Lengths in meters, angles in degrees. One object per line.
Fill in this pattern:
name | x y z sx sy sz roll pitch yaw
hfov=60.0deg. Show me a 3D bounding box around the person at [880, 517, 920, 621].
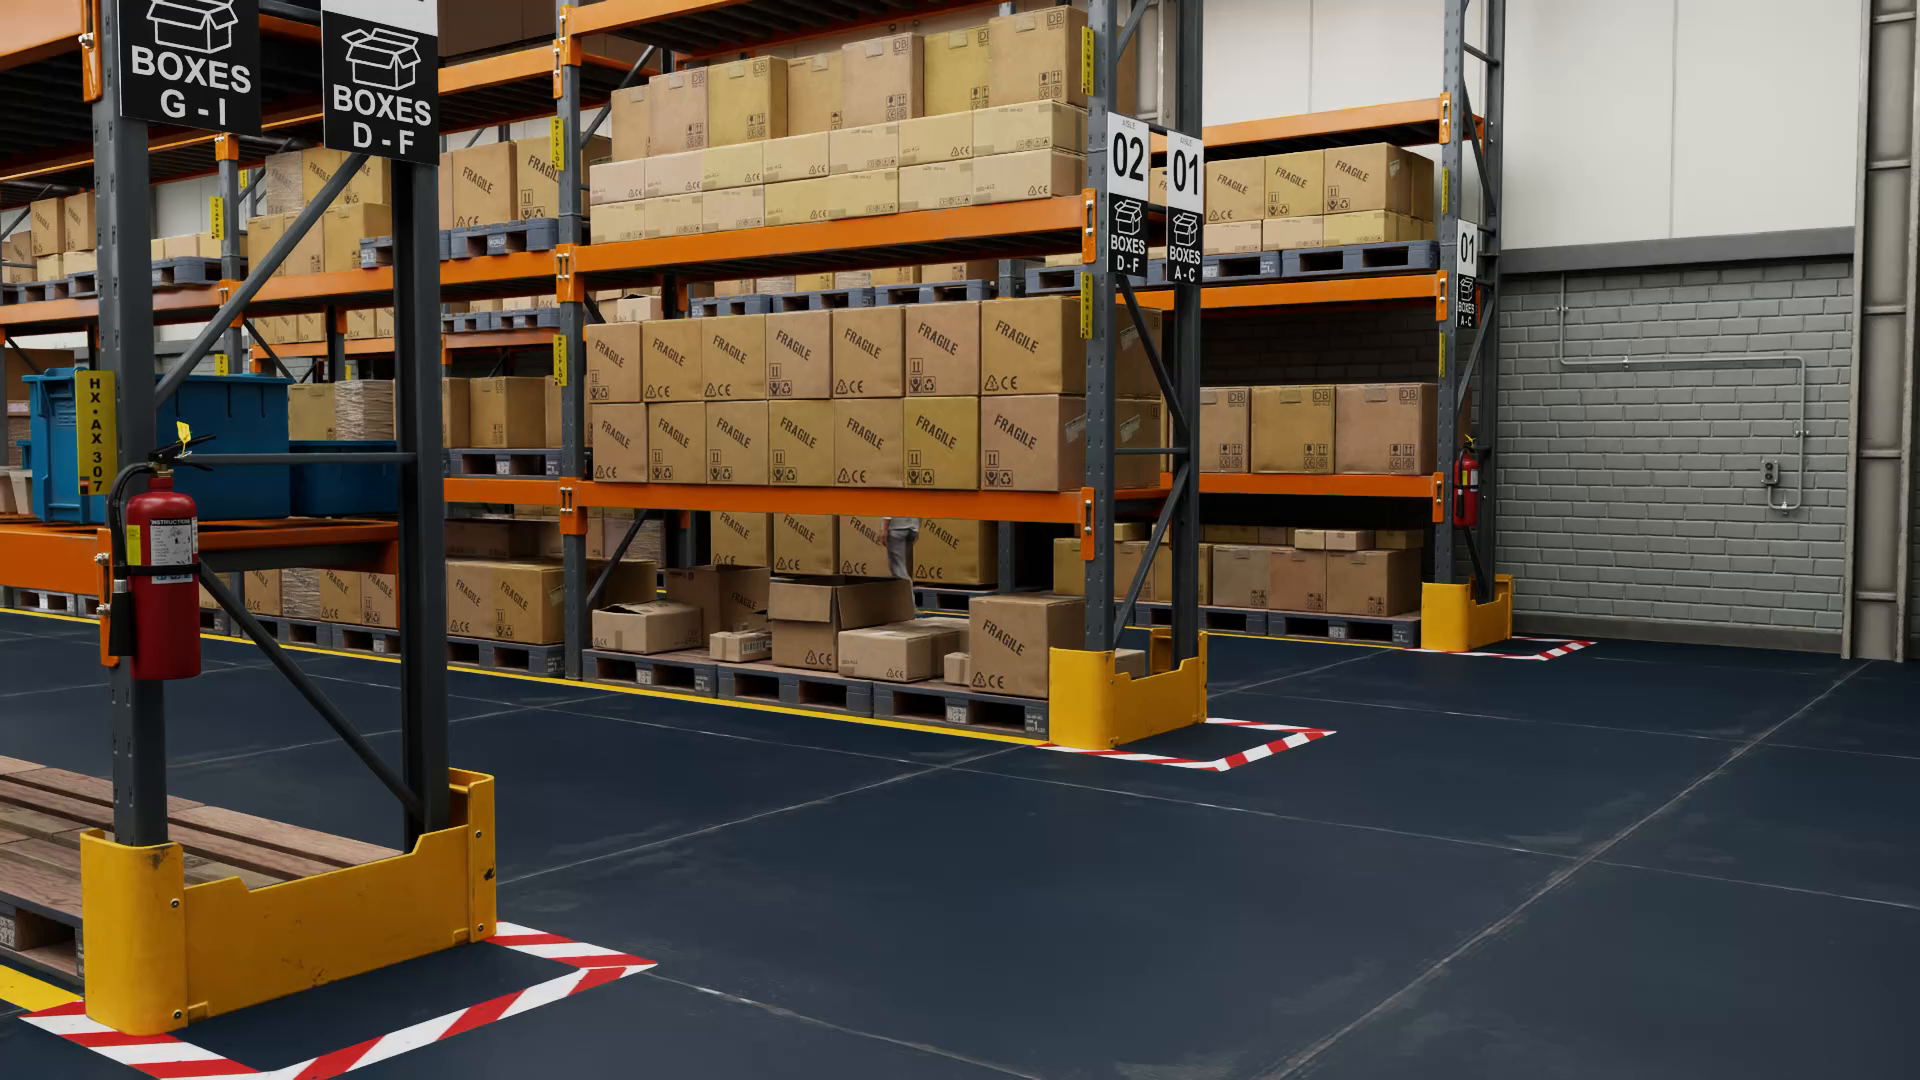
person | -0.540 -0.073 14.232 0.503 1.608 0.423 3 4 38
